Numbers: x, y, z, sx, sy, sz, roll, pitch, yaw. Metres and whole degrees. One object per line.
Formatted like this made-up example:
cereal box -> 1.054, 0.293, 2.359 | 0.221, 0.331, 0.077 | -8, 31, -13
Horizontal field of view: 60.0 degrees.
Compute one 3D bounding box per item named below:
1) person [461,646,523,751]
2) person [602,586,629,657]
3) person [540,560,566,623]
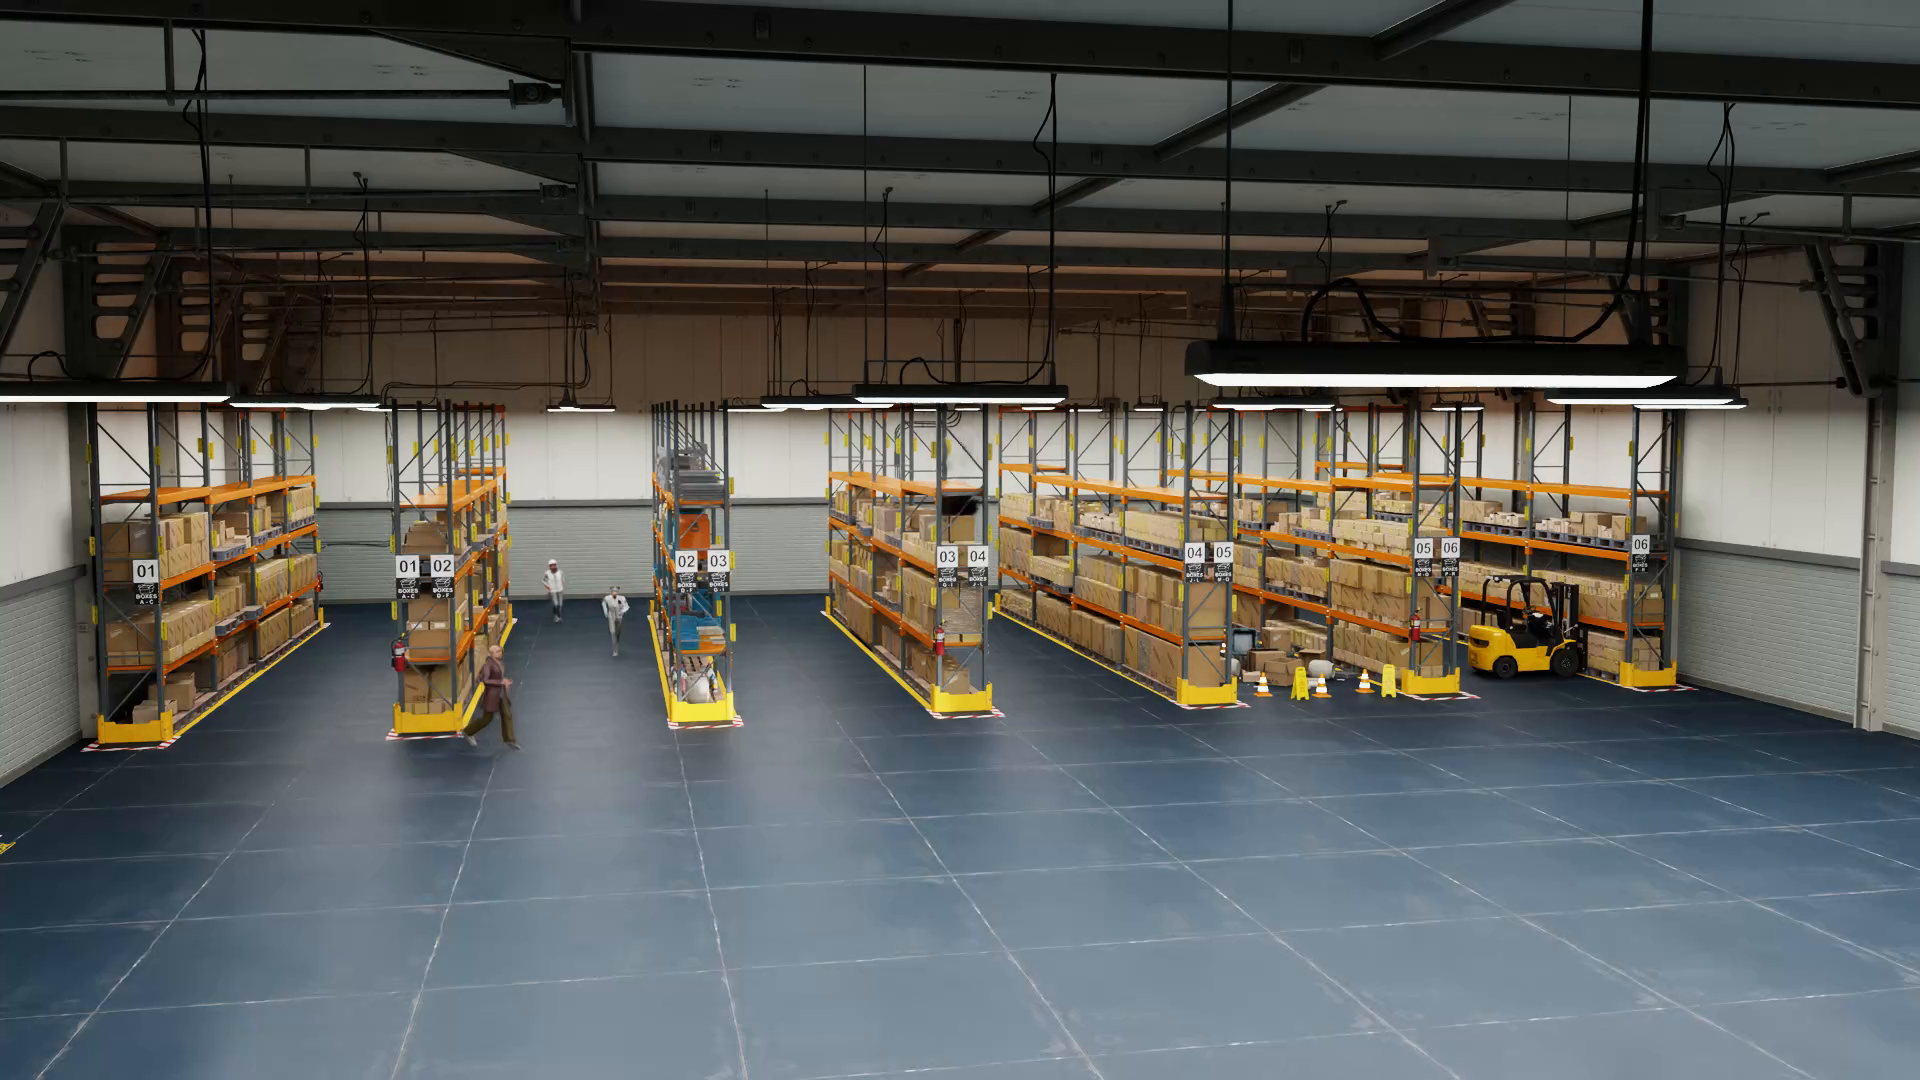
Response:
person -> -7.994, 2.691, 28.401 | 1.060, 1.801, 0.704 | 1, 5, 18
person -> -8.234, 1.906, 39.777 | 0.619, 1.683, 1.041 | -1, 4, -14
person -> -11.120, 1.421, 45.633 | 0.663, 1.768, 0.677 | -3, 5, -37
